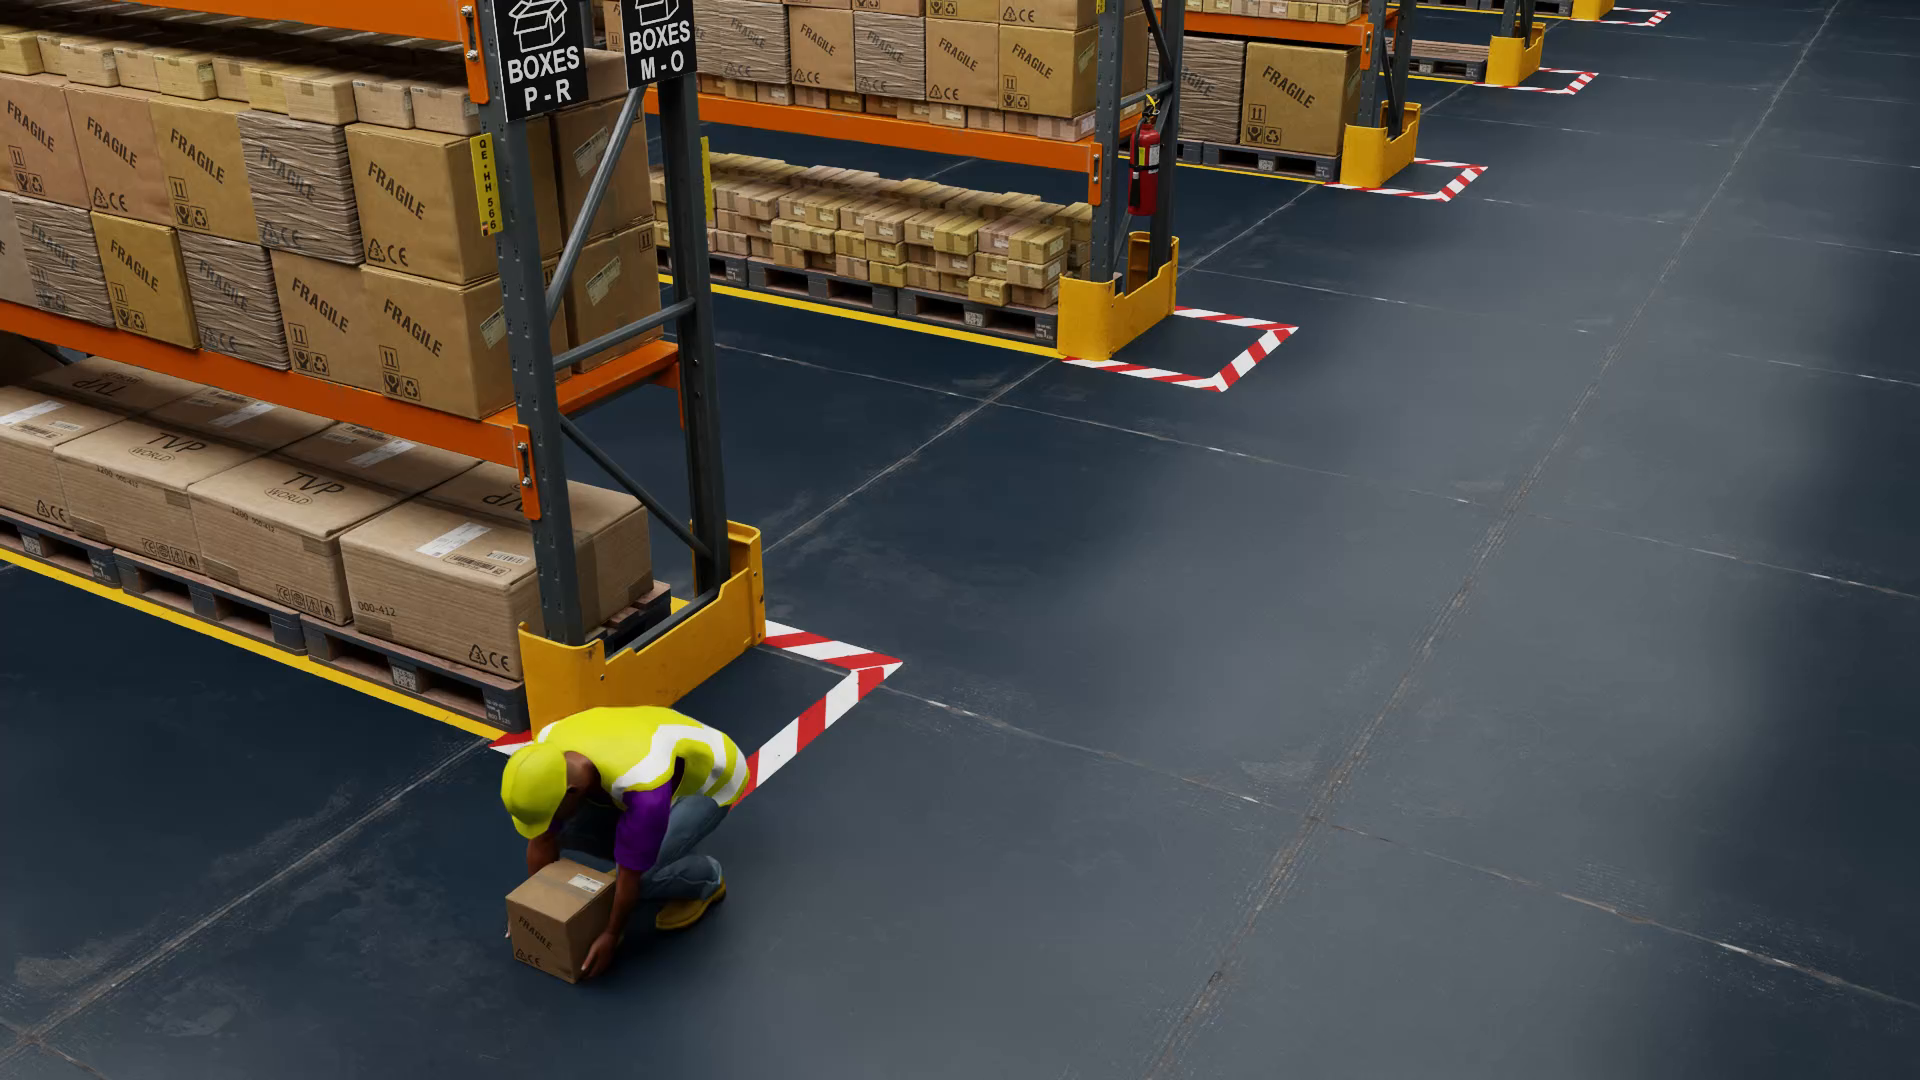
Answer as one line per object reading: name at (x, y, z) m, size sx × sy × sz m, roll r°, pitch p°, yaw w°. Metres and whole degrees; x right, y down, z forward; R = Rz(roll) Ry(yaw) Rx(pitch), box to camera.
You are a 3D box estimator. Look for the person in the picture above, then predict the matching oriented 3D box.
person at (-1.070, 0.899, 5.364) m, size 0.550 × 0.904 × 0.900 m, roll 21°, pitch 33°, yaw 36°
